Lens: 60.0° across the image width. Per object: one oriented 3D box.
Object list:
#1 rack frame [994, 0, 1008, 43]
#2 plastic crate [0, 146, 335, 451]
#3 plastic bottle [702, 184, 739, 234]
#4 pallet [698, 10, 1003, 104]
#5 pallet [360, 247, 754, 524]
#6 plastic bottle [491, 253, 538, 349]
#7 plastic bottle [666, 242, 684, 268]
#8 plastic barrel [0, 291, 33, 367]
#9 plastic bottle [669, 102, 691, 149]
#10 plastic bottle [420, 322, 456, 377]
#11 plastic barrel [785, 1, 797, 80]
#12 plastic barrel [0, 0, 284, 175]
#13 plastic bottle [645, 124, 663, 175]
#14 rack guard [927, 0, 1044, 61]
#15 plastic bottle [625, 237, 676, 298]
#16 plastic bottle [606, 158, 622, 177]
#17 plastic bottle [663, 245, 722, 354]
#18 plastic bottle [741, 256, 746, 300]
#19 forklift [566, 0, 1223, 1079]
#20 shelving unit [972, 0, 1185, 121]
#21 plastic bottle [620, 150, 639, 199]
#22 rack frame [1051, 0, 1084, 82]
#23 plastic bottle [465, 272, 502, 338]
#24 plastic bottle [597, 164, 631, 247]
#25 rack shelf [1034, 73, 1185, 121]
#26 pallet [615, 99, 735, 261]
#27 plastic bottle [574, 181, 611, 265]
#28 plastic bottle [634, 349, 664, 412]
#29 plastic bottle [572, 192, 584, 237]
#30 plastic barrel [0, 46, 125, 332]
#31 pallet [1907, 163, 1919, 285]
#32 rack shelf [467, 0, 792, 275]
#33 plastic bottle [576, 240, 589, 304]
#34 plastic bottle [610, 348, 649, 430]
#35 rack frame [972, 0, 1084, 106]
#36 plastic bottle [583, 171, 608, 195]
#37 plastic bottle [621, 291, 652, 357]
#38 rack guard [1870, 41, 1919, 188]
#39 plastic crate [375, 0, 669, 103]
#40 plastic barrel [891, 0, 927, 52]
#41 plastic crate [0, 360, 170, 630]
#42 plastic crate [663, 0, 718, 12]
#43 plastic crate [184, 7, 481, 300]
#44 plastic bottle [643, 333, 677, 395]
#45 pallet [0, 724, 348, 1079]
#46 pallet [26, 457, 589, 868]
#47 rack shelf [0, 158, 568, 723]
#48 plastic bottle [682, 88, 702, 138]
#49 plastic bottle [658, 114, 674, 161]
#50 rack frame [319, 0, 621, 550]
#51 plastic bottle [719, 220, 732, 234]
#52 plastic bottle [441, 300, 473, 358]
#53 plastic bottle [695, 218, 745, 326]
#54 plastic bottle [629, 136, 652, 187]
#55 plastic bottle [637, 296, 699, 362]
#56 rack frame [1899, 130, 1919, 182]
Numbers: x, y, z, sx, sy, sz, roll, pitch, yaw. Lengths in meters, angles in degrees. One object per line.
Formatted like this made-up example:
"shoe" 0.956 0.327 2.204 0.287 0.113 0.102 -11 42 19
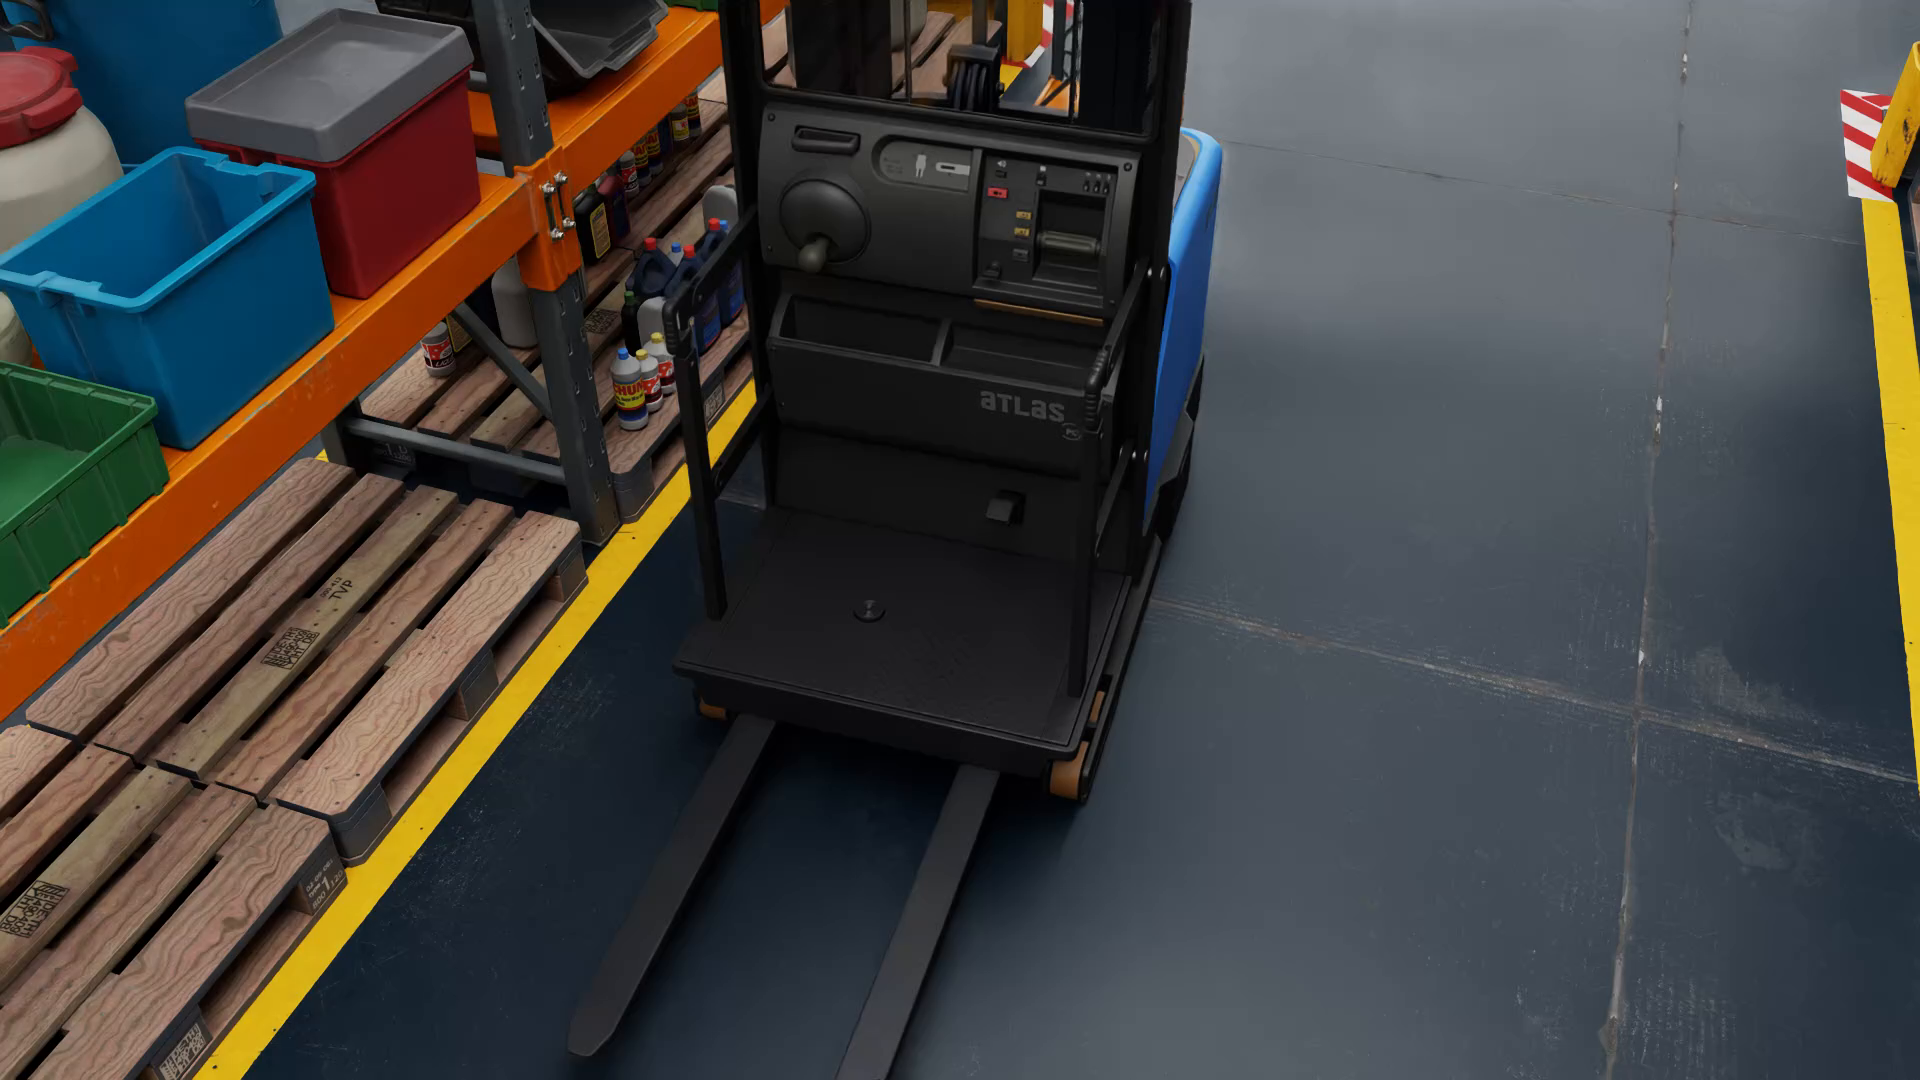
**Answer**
"rack frame" -0.204 -3.700 7.276 1.000 3.000 0.127 13 42 15
"plastic crate" -1.657 -0.512 3.552 0.392 0.384 0.575 13 42 15
"plastic bottle" -0.844 -1.184 6.086 0.152 0.276 0.135 13 42 15
"pallet" -0.469 -2.088 7.535 1.003 0.211 1.213 13 42 15
"pallet" -1.303 -0.600 5.790 1.003 0.211 1.213 13 42 15
"plastic bottle" -1.487 -0.845 5.631 0.144 0.351 0.185 13 42 15
"plastic bottle" -0.970 -0.905 5.763 0.097 0.271 0.097 0 40 0
"plastic barrel" -2.169 -0.434 3.555 0.301 0.262 0.301 0 40 0
"plastic bottle" -1.153 -1.703 6.752 0.097 0.201 0.097 0 40 0
"plastic bottle" -1.741 -0.653 5.522 0.097 0.201 0.097 0 40 0
"plastic barrel" -0.529 -2.189 7.098 0.421 0.512 0.421 0 40 0
"plastic barrel" -1.989 -1.282 4.056 0.600 0.901 0.708 13 42 15
"plastic bottle" -1.235 -1.584 6.558 0.097 0.271 0.097 0 40 0
"rack guard" -0.186 -2.692 8.020 1.175 0.500 0.348 13 42 15
"plastic bottle" -1.042 -0.852 5.640 0.144 0.351 0.185 13 42 15
"plastic bottle" -1.338 -1.399 6.342 0.097 0.271 0.097 0 40 0
"plastic bottle" -0.906 -0.820 5.602 0.144 0.351 0.185 14 43 16
"plastic bottle" -0.746 -1.001 5.866 0.061 0.283 0.133 15 43 17
"forklift" -0.101 -0.715 3.830 1.130 2.935 3.031 11 42 13
"shelving unit" 0.433 -1.474 5.822 0.587 1.500 1.083 12 42 13
"plastic bottle" -1.303 -1.436 6.439 0.097 0.201 0.097 0 40 0
"rack frame" 0.589 -1.794 6.197 0.500 1.500 0.032 12 42 13
"plastic bottle" -1.623 -0.877 5.668 0.144 0.351 0.185 12 42 14
"plastic bottle" -1.287 -1.240 6.146 0.061 0.283 0.133 13 42 15
"rack shelf" 0.435 -1.343 5.945 0.538 0.185 1.000 12 42 13
"pallet" -0.888 -1.346 6.665 1.003 0.211 1.213 13 42 15
"plastic bottle" -1.342 -1.158 6.050 0.061 0.283 0.133 13 42 15
"plastic bottle" -1.017 -0.522 5.368 0.097 0.201 0.097 0 40 0
"plastic bottle" -1.447 -1.191 6.036 0.144 0.351 0.185 13 42 15
"plastic barrel" -2.106 -0.777 3.745 0.433 0.535 0.433 0 40 0
"pallet" 4.227 -1.062 6.332 1.003 0.211 1.213 13 42 15
"rack shelf" -0.888 -2.206 6.079 1.077 0.370 4.000 13 42 15
"plastic bottle" -1.410 -0.948 5.809 0.152 0.276 0.135 13 42 15
"plastic bottle" -1.051 -0.487 5.272 0.097 0.271 0.097 0 40 0
"rack frame" 0.282 -1.165 5.460 0.500 1.500 0.032 12 42 13
"plastic bottle" -1.388 -1.260 6.176 0.152 0.276 0.135 14 42 16
"plastic bottle" -1.067 -0.718 5.534 0.061 0.283 0.133 13 42 15
"rack guard" 4.457 -1.662 6.813 1.175 0.500 0.348 13 42 15
"plastic crate" -1.274 -1.528 4.777 0.767 0.338 0.504 13 42 15
"plastic barrel" -0.358 -2.495 7.456 0.421 0.512 0.421 0 40 0
"plastic crate" -1.903 -0.055 3.166 0.450 0.188 0.662 13 42 15
"plastic crate" -0.843 -1.945 5.382 0.450 0.188 0.662 13 42 15
"plastic crate" -1.450 -0.921 3.969 0.402 0.464 0.583 13 42 15
"plastic bottle" -0.982 -0.584 5.441 0.097 0.201 0.097 0 40 0
"pallet" -2.220 1.035 3.874 1.003 0.211 1.213 13 42 15
"pallet" -1.804 0.288 4.750 1.003 0.211 1.213 13 42 15
"rack shelf" -2.256 0.233 3.220 1.077 0.370 4.000 13 42 15
"plastic bottle" -1.117 -1.793 6.803 0.097 0.271 0.097 0 40 0
"plastic bottle" -1.212 -1.663 6.642 0.061 0.283 0.133 14 42 16
"rack frame" -1.572 -1.260 4.416 1.000 3.000 0.127 13 42 15
"plastic bottle" -0.827 -1.003 5.878 0.097 0.271 0.097 0 40 0
"plastic bottle" -1.718 -0.761 5.585 0.061 0.283 0.133 15 43 17
"plastic bottle" -0.842 -0.935 5.737 0.144 0.351 0.185 12 42 13
"plastic bottle" -1.269 -1.523 6.487 0.097 0.271 0.097 0 40 0
"plastic bottle" -0.967 -0.692 5.509 0.152 0.276 0.135 15 43 17
"rack frame" 4.449 -2.598 5.984 1.000 3.000 0.127 13 42 15
